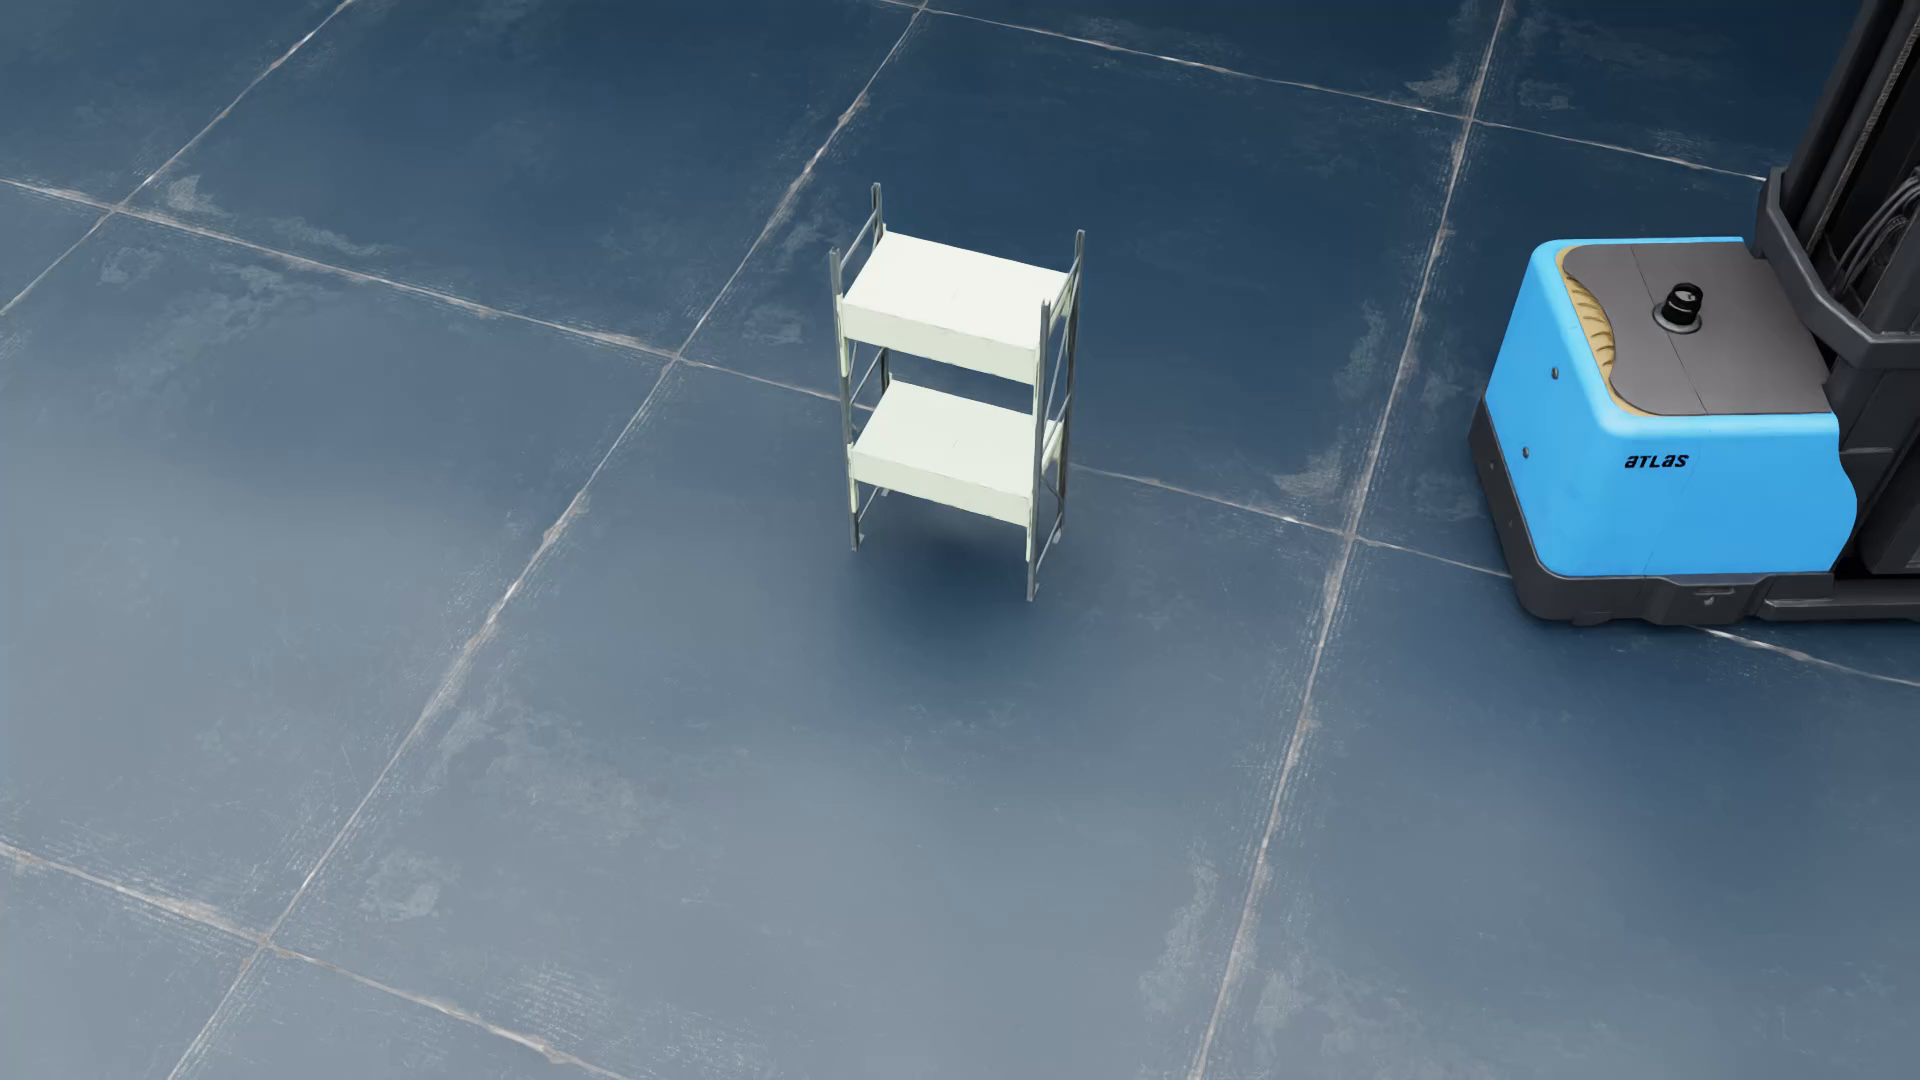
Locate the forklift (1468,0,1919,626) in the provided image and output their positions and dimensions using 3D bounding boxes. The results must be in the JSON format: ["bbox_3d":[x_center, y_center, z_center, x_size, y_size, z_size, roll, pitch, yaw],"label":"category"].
[{"bbox_3d":[3.629,-1.038,5.577,3.031,2.935,1.130,-1,49,-1],"label":"forklift"}]

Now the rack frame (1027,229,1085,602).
[{"bbox_3d":[0.337,-0.397,5.968,0.023,1.500,0.400,16,51,13],"label":"rack frame"}]

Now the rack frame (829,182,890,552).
[{"bbox_3d":[-0.350,-0.589,6.134,0.023,1.500,0.400,16,51,13],"label":"rack frame"}]

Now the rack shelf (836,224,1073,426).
[{"bbox_3d":[-0.006,-0.749,5.756,0.720,0.370,0.431,16,51,13],"label":"rack shelf"}]

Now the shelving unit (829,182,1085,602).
[{"bbox_3d":[-0.006,-0.493,6.051,0.755,1.500,0.431,16,51,13],"label":"shelving unit"}]

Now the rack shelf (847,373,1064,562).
[{"bbox_3d":[-0.006,-0.279,6.298,0.720,0.370,0.431,16,51,13],"label":"rack shelf"}]
